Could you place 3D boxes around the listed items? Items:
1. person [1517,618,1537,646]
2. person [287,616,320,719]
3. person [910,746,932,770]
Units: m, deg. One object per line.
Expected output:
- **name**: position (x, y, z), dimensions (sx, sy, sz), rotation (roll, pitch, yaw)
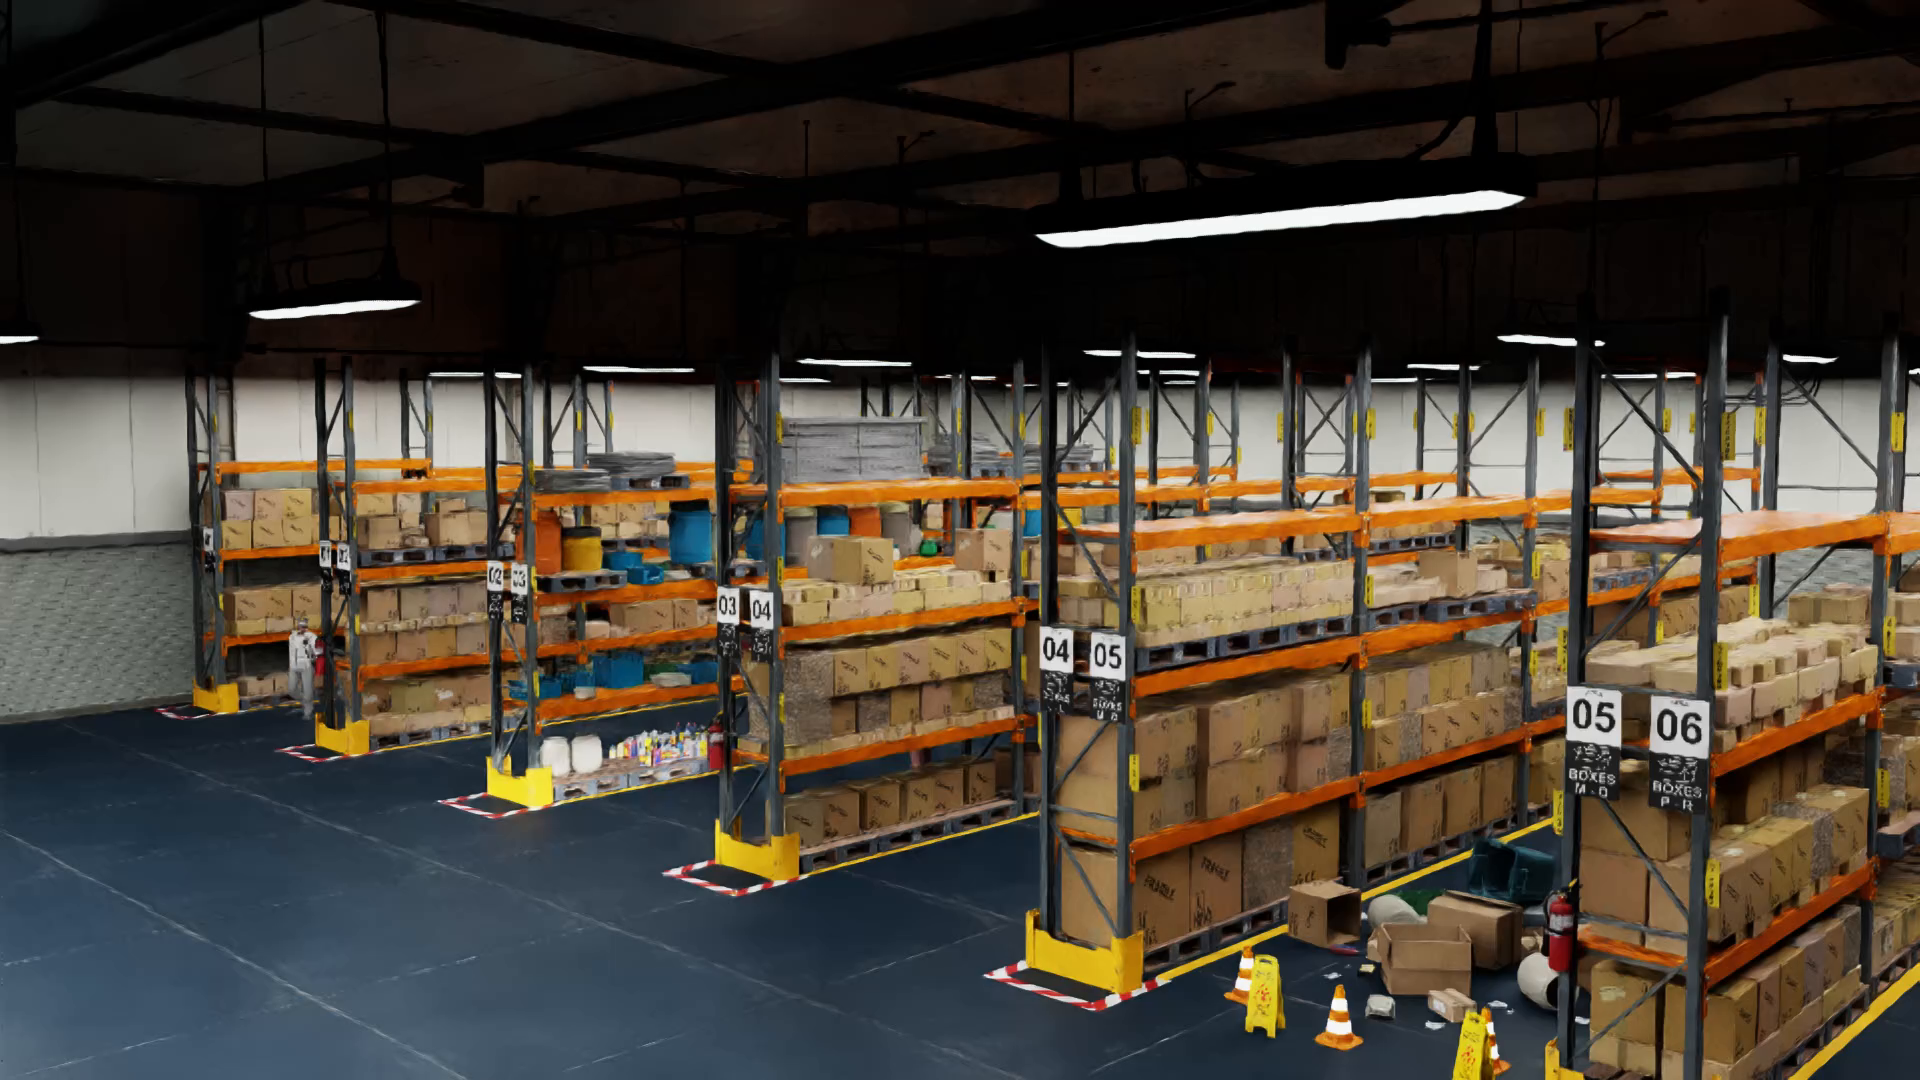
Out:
- **person**: position (10.242, 2.016, 29.981), dimensions (0.551, 1.722, 0.639), rotation (2, 5, 23)
- **person**: position (-11.099, 2.137, 28.157), dimensions (0.598, 1.752, 0.560), rotation (1, 4, 7)
- **person**: position (-0.577, 2.506, 23.625), dimensions (0.560, 1.666, 0.552), rotation (-1, 5, -18)
